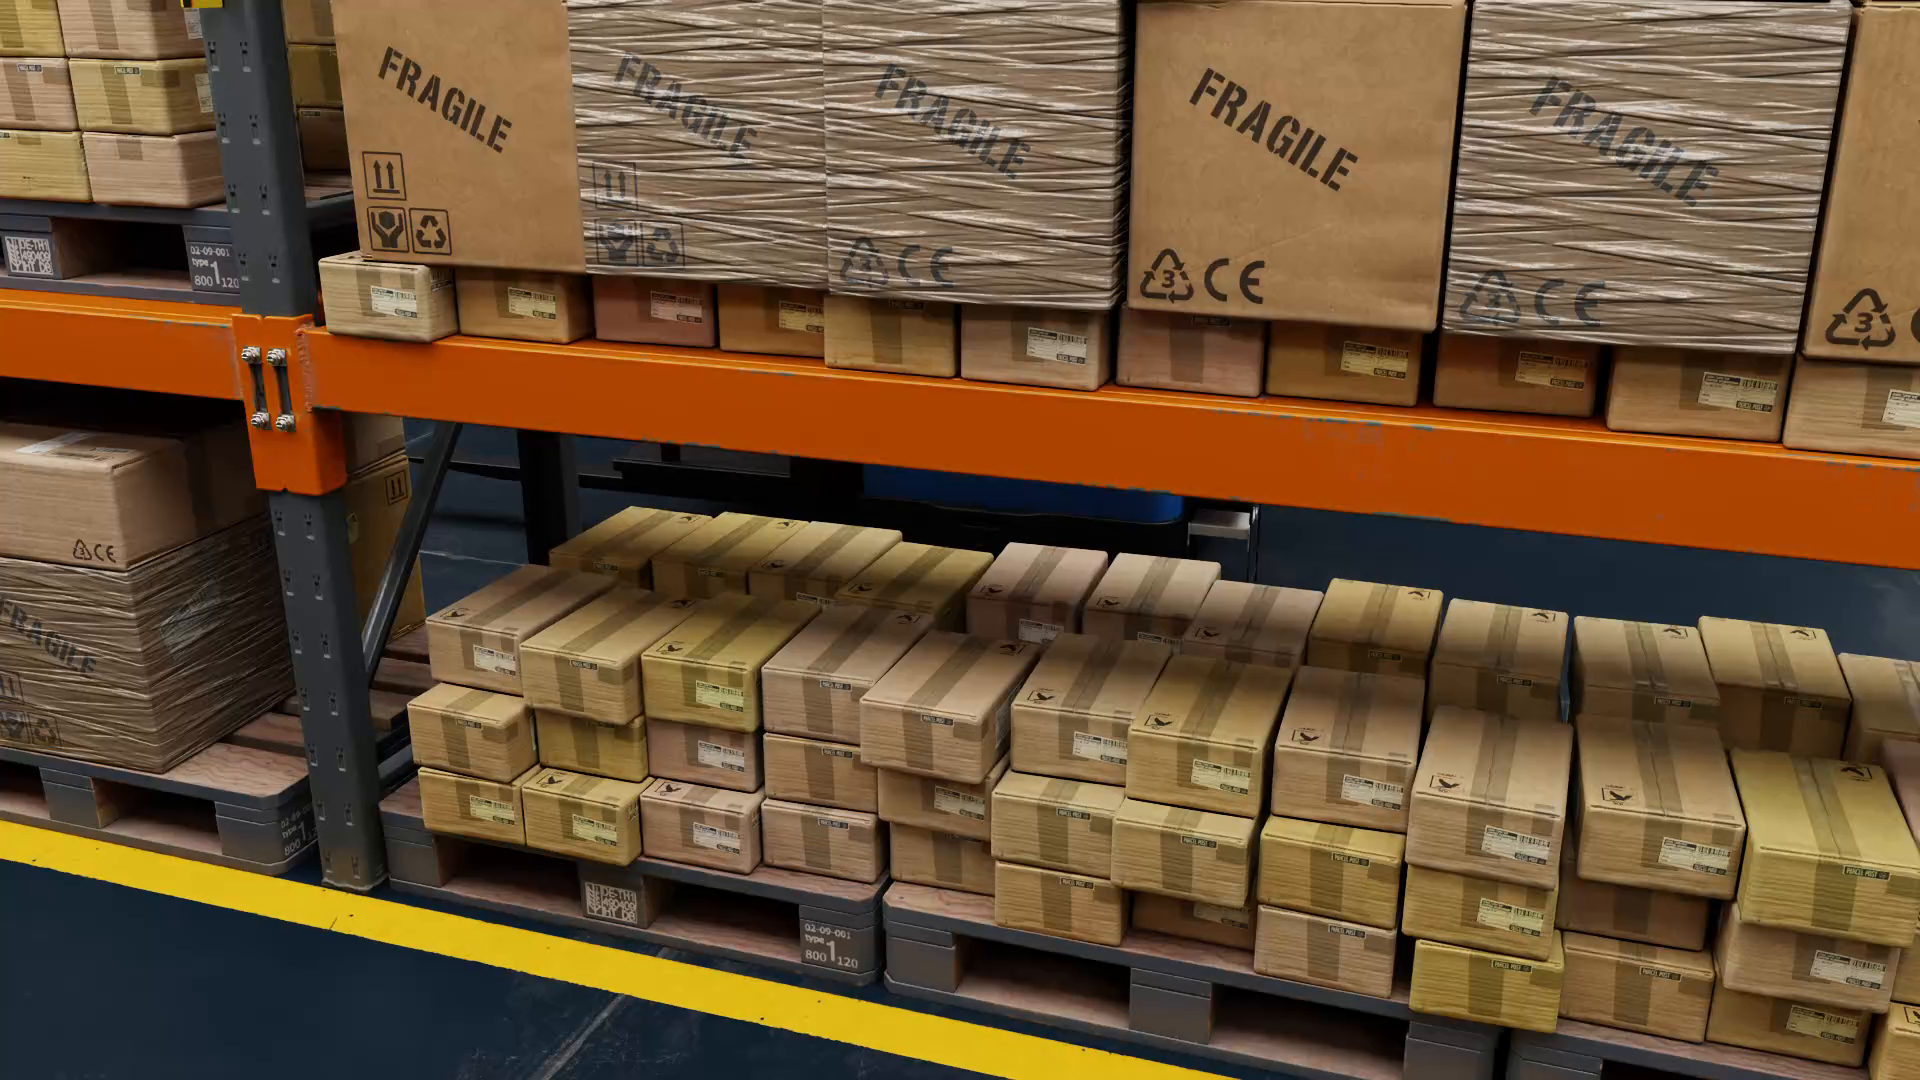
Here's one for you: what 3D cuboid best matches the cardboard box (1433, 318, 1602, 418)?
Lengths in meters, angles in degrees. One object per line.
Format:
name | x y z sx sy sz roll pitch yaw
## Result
cardboard box | 0.956 -0.336 2.864 0.250 0.149 0.380 6 20 16

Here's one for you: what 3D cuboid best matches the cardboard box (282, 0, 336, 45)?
cardboard box | -1.455 -1.319 4.142 0.250 0.149 0.380 8 21 21

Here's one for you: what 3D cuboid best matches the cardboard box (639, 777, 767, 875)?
cardboard box | -0.492 0.554 3.623 0.250 0.149 0.380 6 20 18

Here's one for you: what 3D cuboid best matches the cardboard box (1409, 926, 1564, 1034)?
cardboard box | 0.982 0.733 3.109 0.250 0.149 0.380 6 20 16

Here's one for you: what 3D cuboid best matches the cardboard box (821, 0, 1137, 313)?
cardboard box | 0.085 -0.712 2.957 0.500 0.500 0.500 6 20 17

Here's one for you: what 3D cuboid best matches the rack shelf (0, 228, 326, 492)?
rack shelf | -3.123 -0.649 4.474 4.000 0.370 1.077 7 20 18

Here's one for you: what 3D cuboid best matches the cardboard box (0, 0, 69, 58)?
cardboard box | -1.932 -1.145 3.643 0.250 0.149 0.380 6 20 16

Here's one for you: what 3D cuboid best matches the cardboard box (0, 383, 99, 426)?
cardboard box | -2.502 -0.206 4.131 0.500 0.250 0.500 8 21 21

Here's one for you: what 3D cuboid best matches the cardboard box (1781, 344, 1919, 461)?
cardboard box | 1.430 -0.250 2.619 0.250 0.149 0.380 7 20 20

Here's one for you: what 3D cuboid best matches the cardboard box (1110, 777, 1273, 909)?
cardboard box | 0.462 0.537 3.221 0.250 0.149 0.380 7 20 19

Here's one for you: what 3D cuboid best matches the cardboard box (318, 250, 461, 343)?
cardboard box | -1.074 -0.522 3.397 0.250 0.149 0.380 7 21 20

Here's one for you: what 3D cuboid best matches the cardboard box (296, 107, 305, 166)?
cardboard box | -1.719 -1.066 4.321 0.250 0.149 0.380 7 20 19

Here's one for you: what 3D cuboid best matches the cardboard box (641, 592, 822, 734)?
cardboard box | -0.481 0.256 3.573 0.250 0.149 0.380 6 20 17

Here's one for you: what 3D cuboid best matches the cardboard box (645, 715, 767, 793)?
cardboard box | -0.486 0.388 3.647 0.250 0.149 0.380 6 20 18

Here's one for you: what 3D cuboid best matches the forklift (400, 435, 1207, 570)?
forklift | -0.601 -1.447 5.773 3.031 2.935 1.130 6 20 17

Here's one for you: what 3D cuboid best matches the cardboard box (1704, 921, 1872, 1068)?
cardboard box | 1.481 0.764 3.021 0.250 0.149 0.380 6 20 18

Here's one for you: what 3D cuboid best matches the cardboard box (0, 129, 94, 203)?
cardboard box | -1.920 -0.861 3.734 0.250 0.149 0.380 7 20 18

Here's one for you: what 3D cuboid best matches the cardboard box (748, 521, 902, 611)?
cardboard box | -0.321 0.092 4.045 0.250 0.149 0.380 6 20 18

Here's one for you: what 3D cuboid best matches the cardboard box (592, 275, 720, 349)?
cardboard box | -0.537 -0.504 3.347 0.250 0.149 0.380 6 20 16

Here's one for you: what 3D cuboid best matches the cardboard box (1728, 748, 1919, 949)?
cardboard box | 1.456 0.515 2.832 0.250 0.149 0.380 6 20 17

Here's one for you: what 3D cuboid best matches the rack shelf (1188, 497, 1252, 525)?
rack shelf | 0.873 -0.133 5.465 0.200 0.077 0.258 6 20 17

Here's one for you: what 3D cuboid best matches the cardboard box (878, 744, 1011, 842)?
cardboard box | 0.020 0.455 3.455 0.250 0.149 0.380 8 21 21

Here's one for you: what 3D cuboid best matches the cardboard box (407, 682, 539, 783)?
cardboard box | -0.997 0.374 3.689 0.250 0.149 0.380 8 21 21

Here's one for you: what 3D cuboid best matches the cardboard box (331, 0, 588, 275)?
cardboard box | -0.849 -0.828 3.292 0.500 0.500 0.500 6 20 17

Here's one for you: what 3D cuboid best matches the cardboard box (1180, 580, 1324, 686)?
cardboard box | 0.642 0.231 3.646 0.250 0.149 0.380 7 20 18

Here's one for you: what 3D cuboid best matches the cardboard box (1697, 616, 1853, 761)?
cardboard box | 1.665 0.305 3.434 0.250 0.149 0.380 6 20 18

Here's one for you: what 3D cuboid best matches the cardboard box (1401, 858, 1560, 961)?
cardboard box | 0.967 0.591 3.064 0.250 0.149 0.380 7 20 19

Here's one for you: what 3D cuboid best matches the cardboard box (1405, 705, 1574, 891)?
cardboard box | 0.960 0.455 3.002 0.250 0.149 0.380 7 21 20

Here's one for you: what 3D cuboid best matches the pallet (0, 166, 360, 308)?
pallet | -1.908 -0.810 4.134 1.213 0.211 1.003 7 20 18

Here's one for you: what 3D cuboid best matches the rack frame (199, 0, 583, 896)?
rack frame | -1.234 -0.773 3.735 0.127 3.000 1.000 7 20 18

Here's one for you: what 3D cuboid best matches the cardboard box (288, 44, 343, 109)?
cardboard box | -1.455 -1.178 4.191 0.250 0.149 0.380 7 20 19

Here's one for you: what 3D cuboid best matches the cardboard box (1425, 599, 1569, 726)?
cardboard box | 1.145 0.271 3.531 0.250 0.149 0.380 7 21 20

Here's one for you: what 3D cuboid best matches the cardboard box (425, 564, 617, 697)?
cardboard box | -0.977 0.196 3.746 0.250 0.149 0.380 7 21 20

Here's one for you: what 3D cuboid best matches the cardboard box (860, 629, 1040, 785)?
cardboard box | -0.014 0.330 3.361 0.250 0.149 0.380 7 20 19

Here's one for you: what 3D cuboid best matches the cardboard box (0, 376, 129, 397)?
cardboard box | -2.349 -0.363 4.582 0.500 0.250 0.500 7 20 20

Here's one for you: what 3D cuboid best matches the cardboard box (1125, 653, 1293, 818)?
cardboard box | 0.491 0.373 3.239 0.250 0.149 0.380 7 20 18

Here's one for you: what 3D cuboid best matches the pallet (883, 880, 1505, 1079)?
pallet | 0.568 0.737 3.641 1.213 0.211 1.003 7 20 18

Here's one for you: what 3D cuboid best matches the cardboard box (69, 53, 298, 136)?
cardboard box | -1.675 -0.974 3.606 0.250 0.149 0.380 7 20 20

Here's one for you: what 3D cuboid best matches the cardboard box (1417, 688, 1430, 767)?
cardboard box | 0.875 0.407 3.591 0.250 0.149 0.380 8 21 21

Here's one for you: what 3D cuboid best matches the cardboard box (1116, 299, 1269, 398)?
cardboard box | 0.454 -0.380 2.991 0.250 0.149 0.380 7 21 20

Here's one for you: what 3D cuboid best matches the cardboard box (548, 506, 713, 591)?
cardboard box | -0.813 0.052 4.160 0.250 0.149 0.380 7 20 20

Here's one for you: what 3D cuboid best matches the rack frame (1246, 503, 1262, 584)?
rack frame | 0.970 -0.239 5.395 0.006 0.900 0.240 6 20 17

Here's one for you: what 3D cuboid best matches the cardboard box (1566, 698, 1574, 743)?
cardboard box | 1.426 0.423 3.547 0.250 0.149 0.380 7 20 20

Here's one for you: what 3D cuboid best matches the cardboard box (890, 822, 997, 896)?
cardboard box | 0.029 0.584 3.537 0.250 0.149 0.380 6 20 16

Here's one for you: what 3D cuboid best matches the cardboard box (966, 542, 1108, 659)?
cardboard box | 0.185 0.145 3.893 0.250 0.149 0.380 6 20 15

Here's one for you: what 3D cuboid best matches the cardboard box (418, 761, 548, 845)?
cardboard box | -0.996 0.515 3.736 0.250 0.149 0.380 6 20 16

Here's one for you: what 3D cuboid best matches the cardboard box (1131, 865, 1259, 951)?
cardboard box | 0.516 0.647 3.357 0.250 0.149 0.380 7 20 20

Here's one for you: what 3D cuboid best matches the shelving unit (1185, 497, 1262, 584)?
shelving unit | 0.873 -0.249 5.424 0.210 0.900 0.258 6 20 17

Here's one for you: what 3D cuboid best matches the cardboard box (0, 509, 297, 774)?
cardboard box | -2.016 0.208 4.082 0.500 0.500 0.500 6 20 17

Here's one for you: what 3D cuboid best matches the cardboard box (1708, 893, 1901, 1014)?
cardboard box | 1.461 0.643 2.915 0.250 0.149 0.380 6 20 16

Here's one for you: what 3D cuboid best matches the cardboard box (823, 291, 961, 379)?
cardboard box | -0.065 -0.426 3.122 0.250 0.149 0.380 7 20 19

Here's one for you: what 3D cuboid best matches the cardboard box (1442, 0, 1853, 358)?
cardboard box | 1.068 -0.606 2.653 0.500 0.500 0.500 7 20 18
